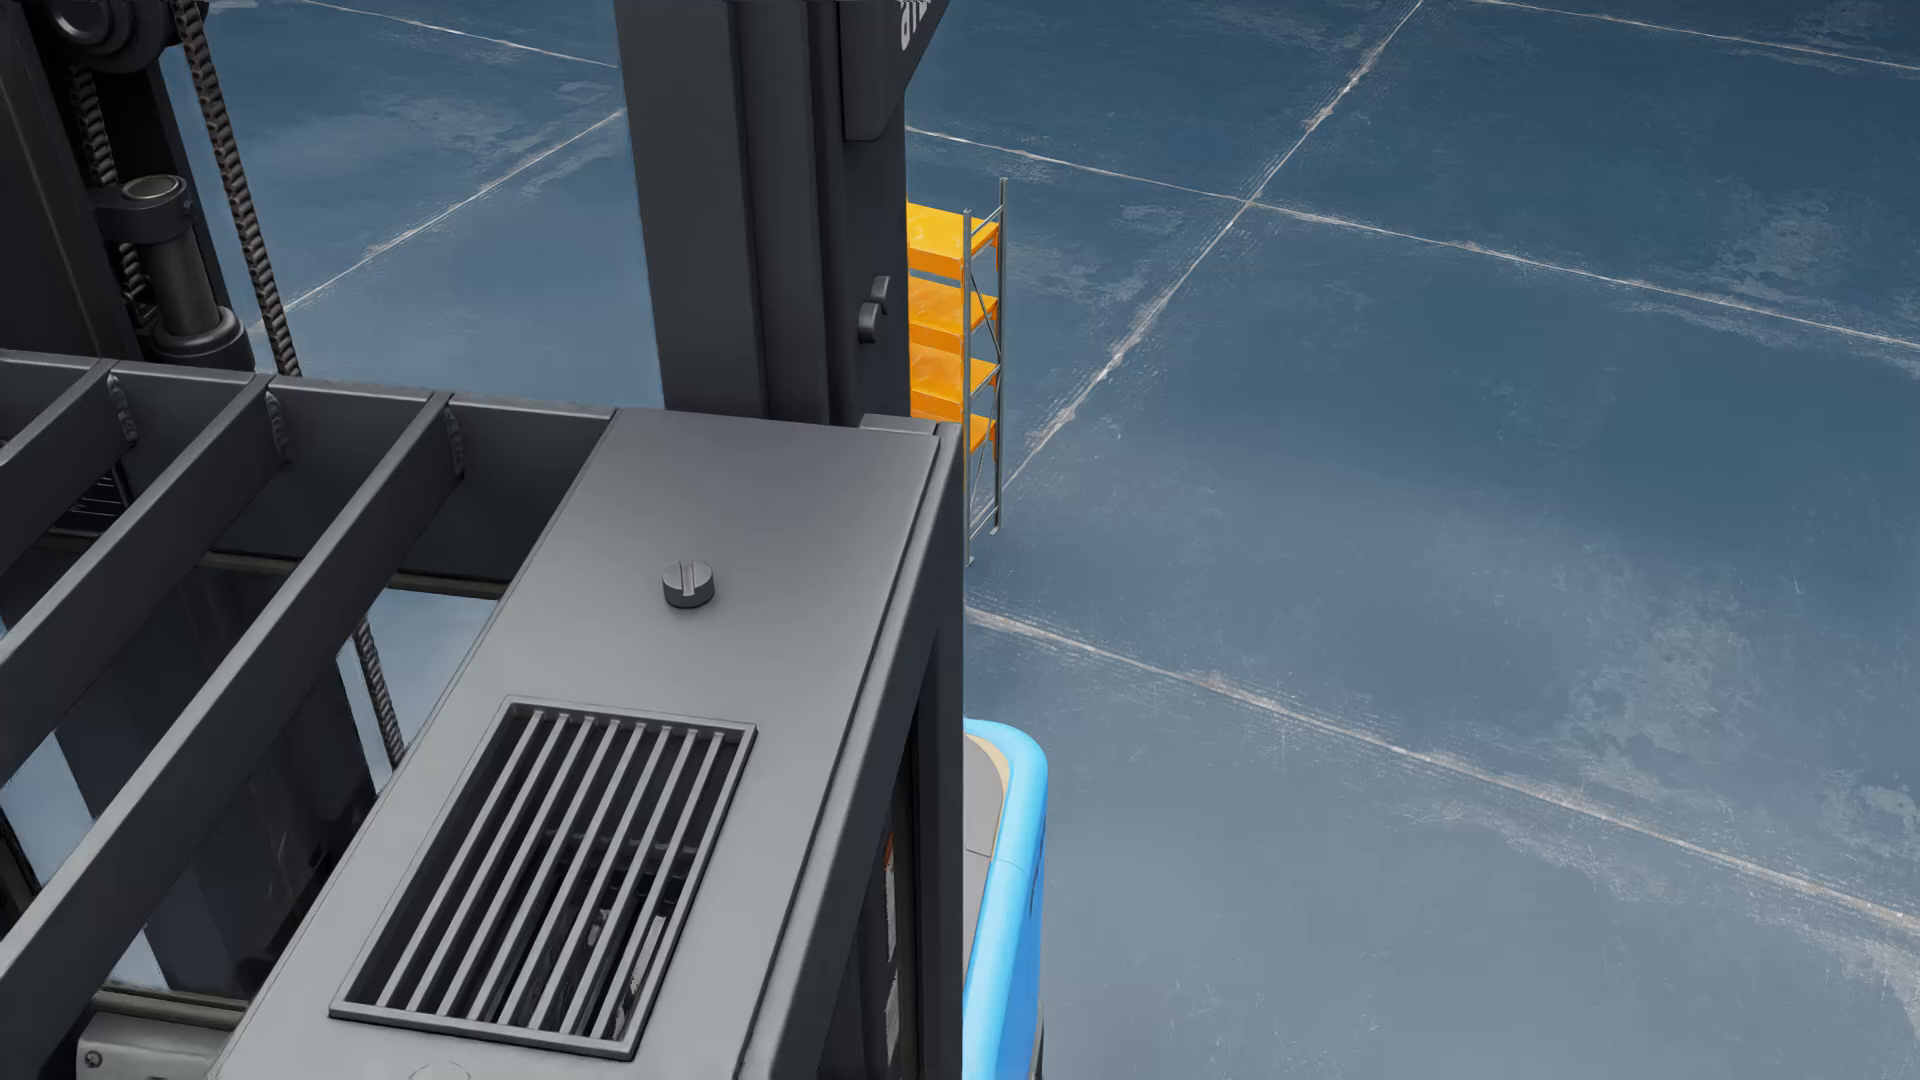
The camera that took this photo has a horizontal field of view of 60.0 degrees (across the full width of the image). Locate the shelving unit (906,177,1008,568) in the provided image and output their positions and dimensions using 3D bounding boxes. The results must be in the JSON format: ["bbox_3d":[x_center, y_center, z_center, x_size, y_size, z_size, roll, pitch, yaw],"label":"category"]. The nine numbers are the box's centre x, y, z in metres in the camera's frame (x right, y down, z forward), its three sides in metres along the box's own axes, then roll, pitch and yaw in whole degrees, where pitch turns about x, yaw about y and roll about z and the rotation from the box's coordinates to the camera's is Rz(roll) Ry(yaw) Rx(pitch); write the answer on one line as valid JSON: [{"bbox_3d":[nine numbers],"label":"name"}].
[{"bbox_3d":[-0.147,-0.524,4.948,0.503,1.200,0.258,17,41,21],"label":"shelving unit"}]

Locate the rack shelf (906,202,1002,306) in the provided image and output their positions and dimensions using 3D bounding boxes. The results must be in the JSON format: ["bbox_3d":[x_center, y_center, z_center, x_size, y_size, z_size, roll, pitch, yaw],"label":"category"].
[{"bbox_3d":[-0.147,-0.837,4.710,0.480,0.148,0.258,17,41,21],"label":"rack shelf"}]

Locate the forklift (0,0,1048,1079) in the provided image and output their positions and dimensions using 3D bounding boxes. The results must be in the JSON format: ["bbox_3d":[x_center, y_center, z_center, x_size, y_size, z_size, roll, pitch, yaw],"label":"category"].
[{"bbox_3d":[-0.489,0.556,2.146,1.129,2.867,1.939,6,38,8],"label":"forklift"}]

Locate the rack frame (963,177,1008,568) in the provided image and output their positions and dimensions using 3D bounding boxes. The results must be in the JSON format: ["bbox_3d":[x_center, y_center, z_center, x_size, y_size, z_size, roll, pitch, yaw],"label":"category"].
[{"bbox_3d":[0.070,-0.456,4.858,0.015,1.200,0.240,17,41,21],"label":"rack frame"}]

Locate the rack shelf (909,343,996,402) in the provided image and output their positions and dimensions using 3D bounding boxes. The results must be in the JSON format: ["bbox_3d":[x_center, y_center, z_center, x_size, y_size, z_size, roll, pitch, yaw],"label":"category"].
[{"bbox_3d":[-0.147,-0.502,4.965,0.457,0.050,0.221,17,41,21],"label":"rack shelf"}]

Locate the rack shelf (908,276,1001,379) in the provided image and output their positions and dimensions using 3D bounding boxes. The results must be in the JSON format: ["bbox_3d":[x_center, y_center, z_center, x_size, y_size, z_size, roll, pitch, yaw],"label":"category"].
[{"bbox_3d":[-0.147,-0.649,4.853,0.480,0.148,0.258,17,41,21],"label":"rack shelf"}]

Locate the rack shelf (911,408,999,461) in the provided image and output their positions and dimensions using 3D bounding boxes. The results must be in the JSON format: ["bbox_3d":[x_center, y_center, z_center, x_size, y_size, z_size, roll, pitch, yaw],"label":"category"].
[{"bbox_3d":[-0.147,-0.312,5.109,0.480,0.148,0.258,17,41,21],"label":"rack shelf"}]
